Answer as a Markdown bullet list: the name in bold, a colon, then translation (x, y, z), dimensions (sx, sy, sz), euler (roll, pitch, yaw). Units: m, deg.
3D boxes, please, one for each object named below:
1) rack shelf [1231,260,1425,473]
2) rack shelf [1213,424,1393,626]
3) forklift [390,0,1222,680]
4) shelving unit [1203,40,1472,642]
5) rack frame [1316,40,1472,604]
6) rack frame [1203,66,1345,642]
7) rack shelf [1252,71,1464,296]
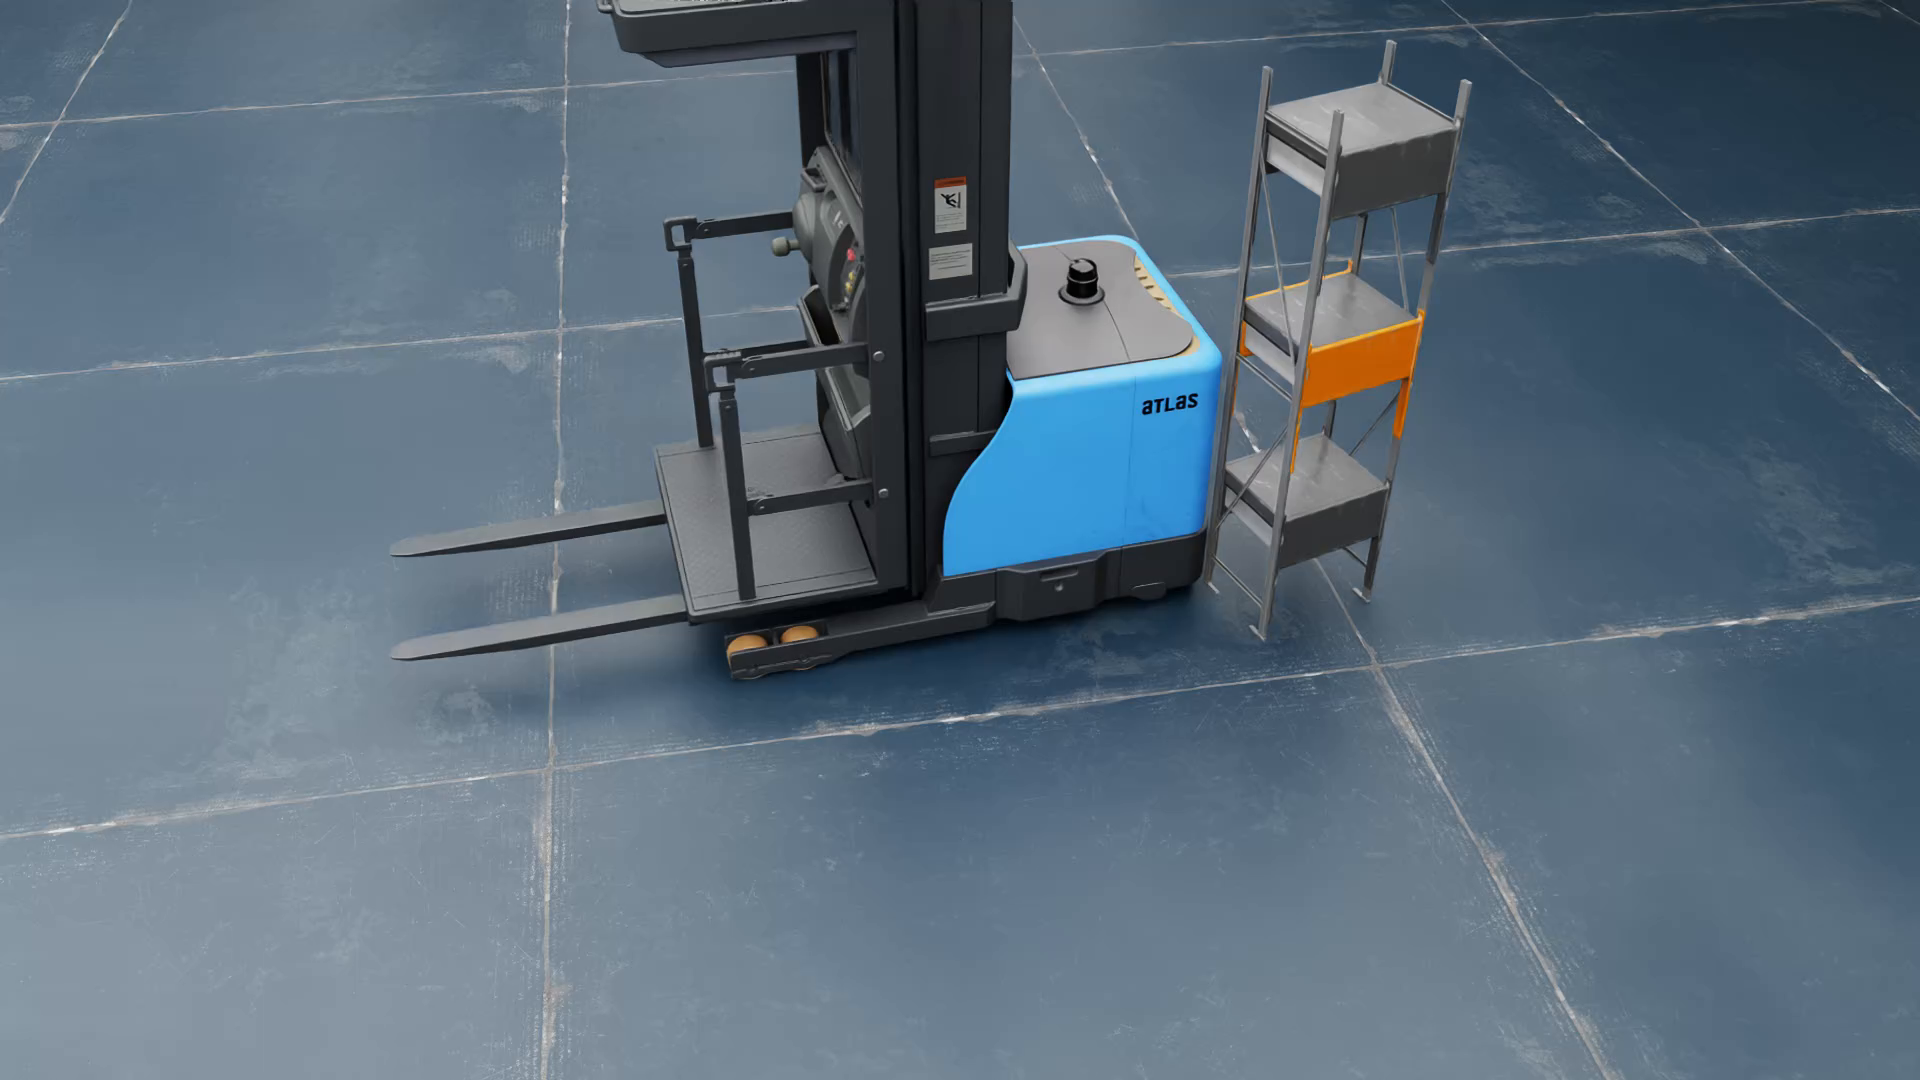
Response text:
- **rack shelf**: translation (1.272, -0.615, 5.852), dimensions (0.480, 0.518, 0.431), euler (-17, 41, -21)
- **rack shelf**: translation (1.272, -0.062, 6.282), dimensions (0.480, 0.518, 0.431), euler (-17, 41, -21)
- **forklift**: translation (-0.630, -1.006, 5.656), dimensions (3.031, 2.935, 1.130), euler (-10, 39, -12)
- **shelving unit**: translation (1.272, -0.626, 5.844), dimensions (0.503, 2.100, 0.431), euler (-17, 41, -21)
- **rack frame**: translation (1.489, -0.694, 5.931), dimensions (0.015, 2.100, 0.400), euler (-17, 41, -21)
- **rack frame**: translation (1.055, -0.558, 5.757), dimensions (0.015, 2.100, 0.400), euler (-17, 41, -21)
- **rack shelf**: translation (1.272, -1.168, 5.423), dimensions (0.480, 0.518, 0.431), euler (-17, 41, -21)
